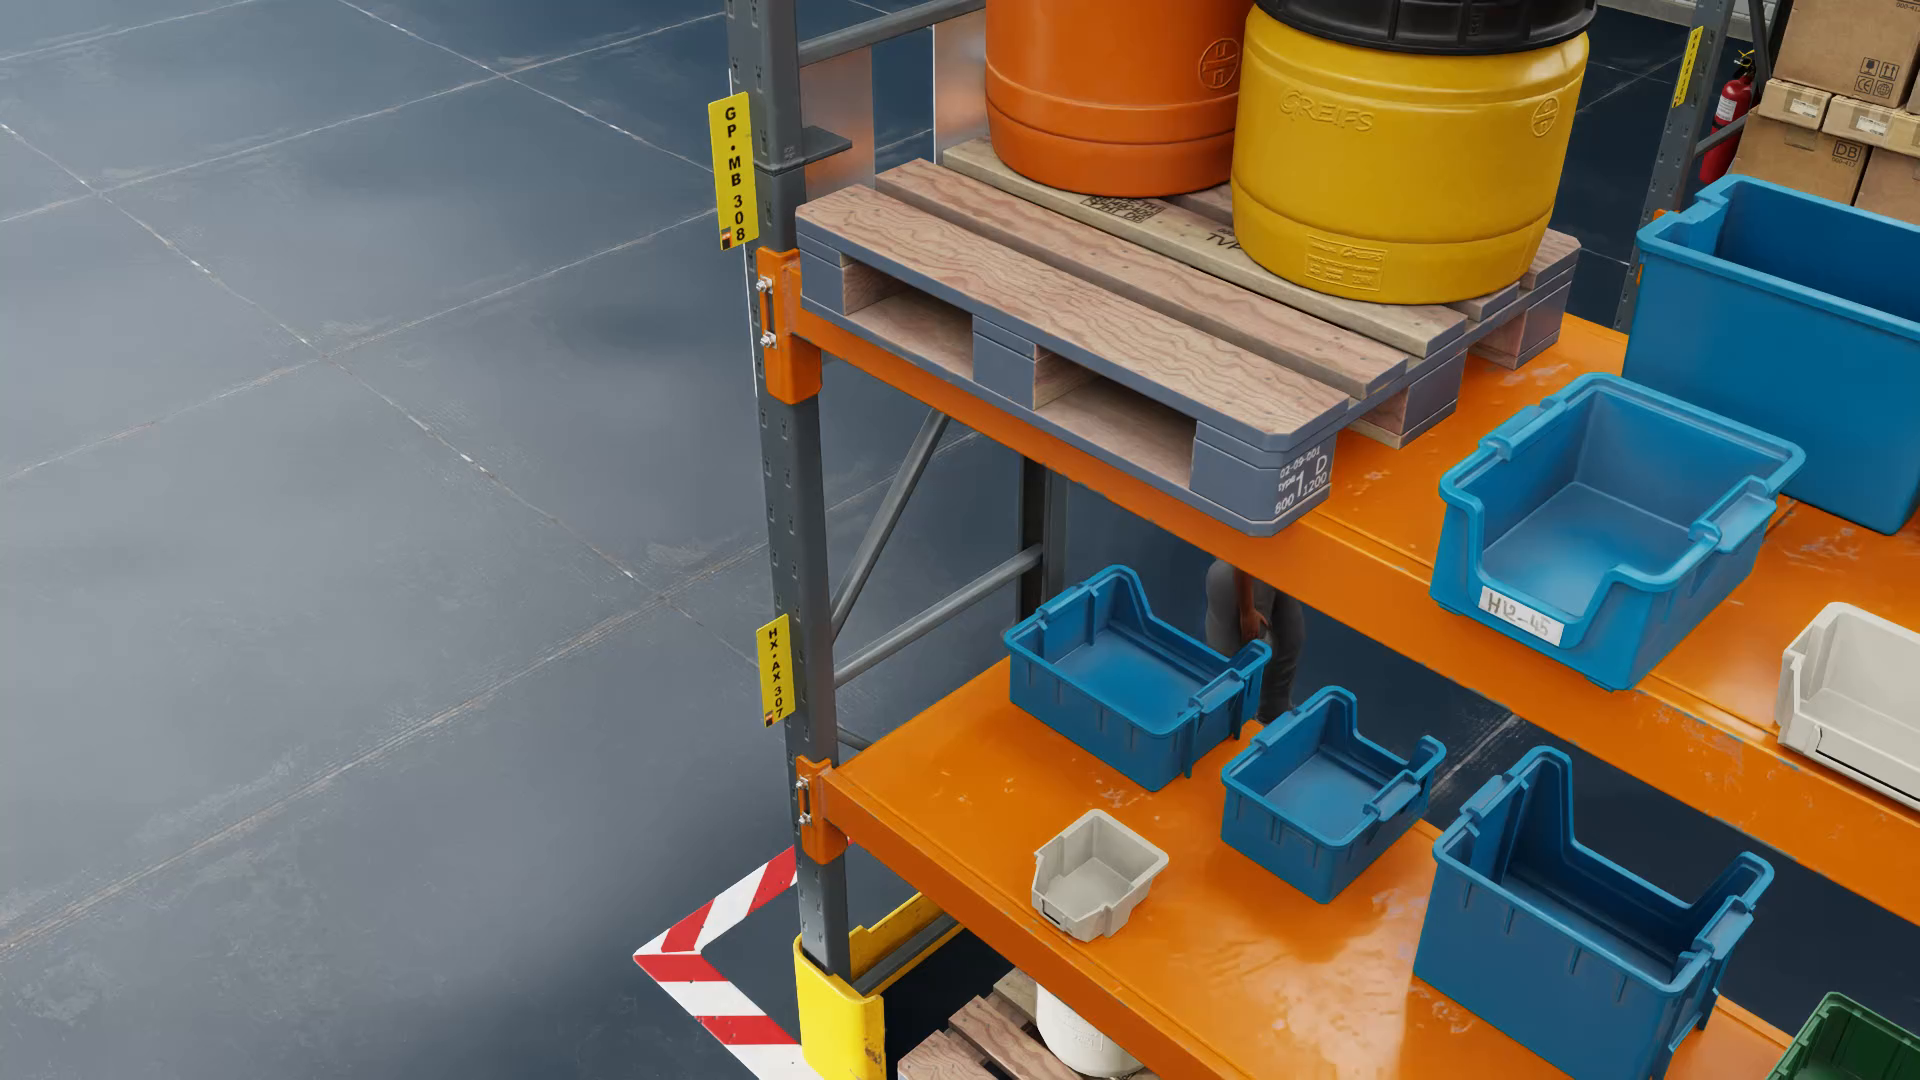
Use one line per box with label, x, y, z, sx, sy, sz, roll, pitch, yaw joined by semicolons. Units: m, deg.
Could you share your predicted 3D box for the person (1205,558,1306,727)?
person;1.050;0.115;5.968;0.670;1.633;0.477;16;39;21
